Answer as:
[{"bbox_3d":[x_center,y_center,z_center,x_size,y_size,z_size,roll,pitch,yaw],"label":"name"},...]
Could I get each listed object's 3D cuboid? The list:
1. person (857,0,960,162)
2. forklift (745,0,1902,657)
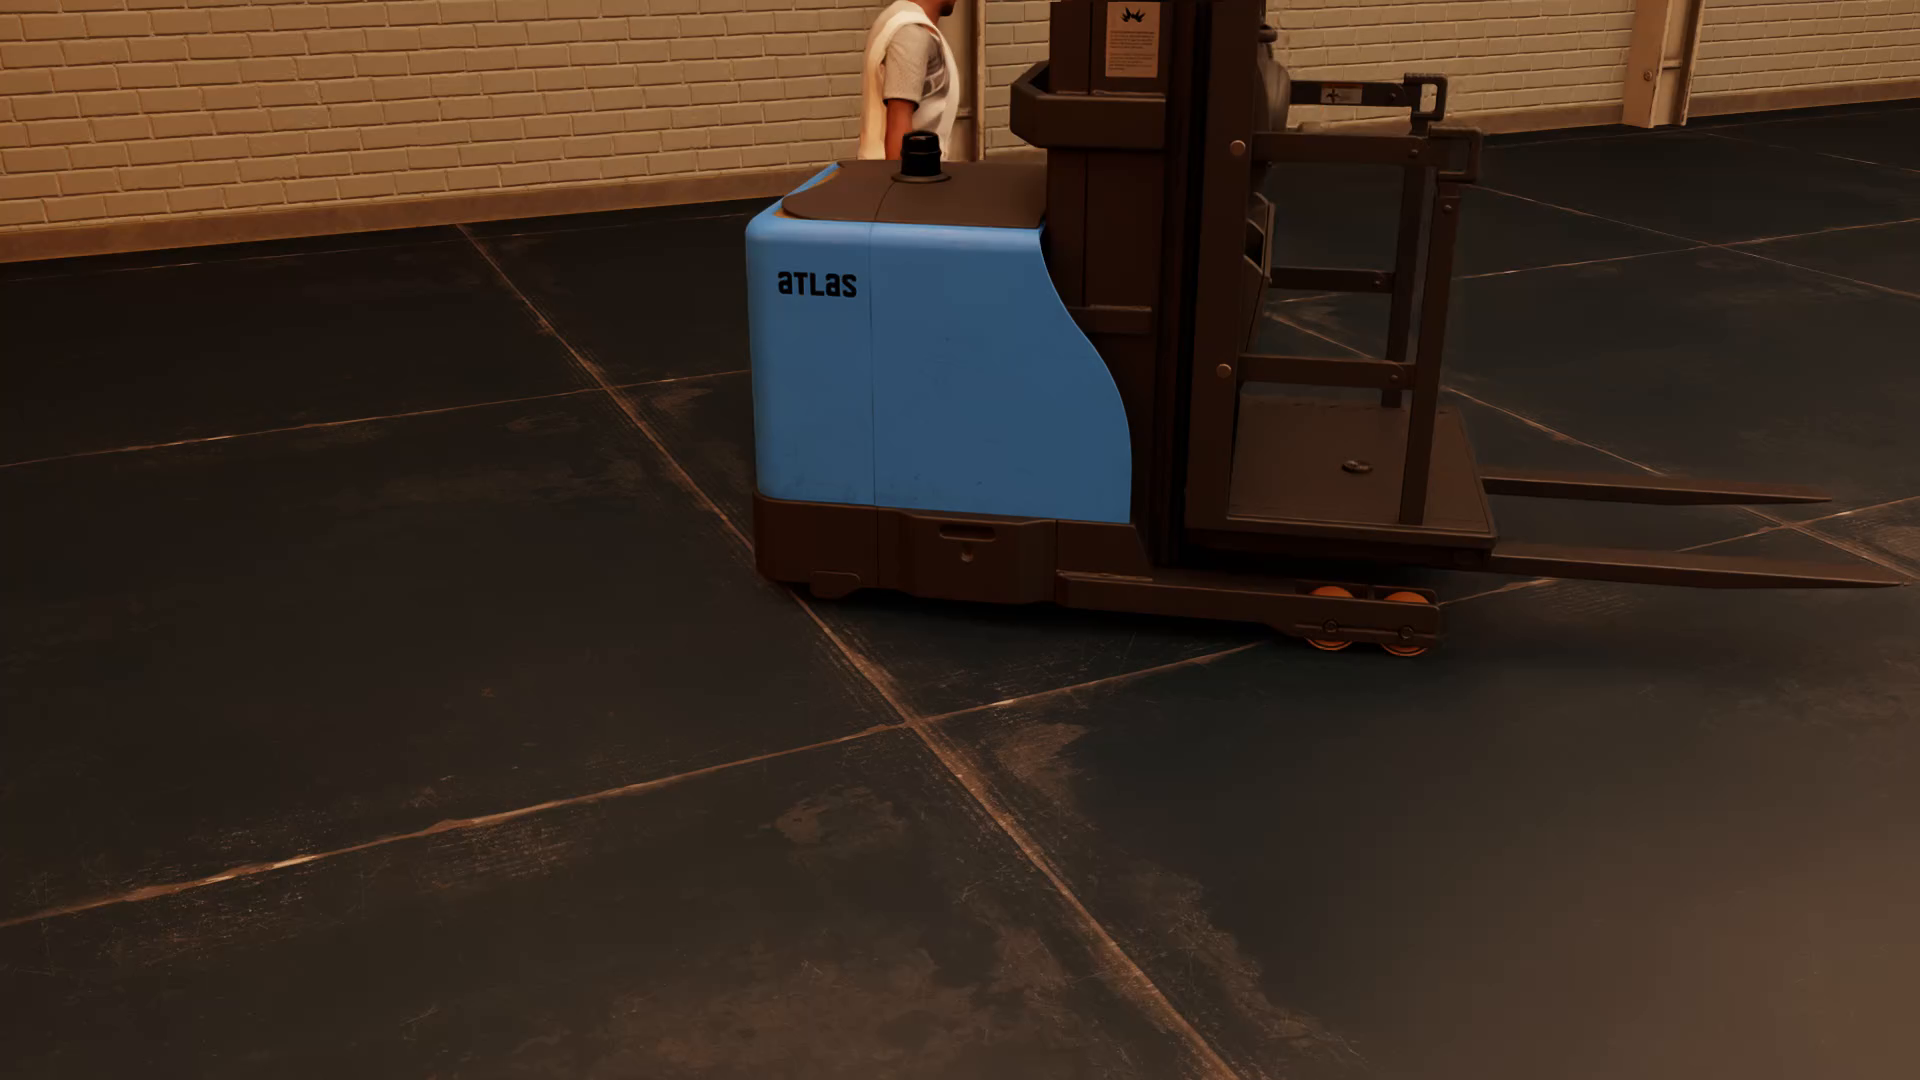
[{"bbox_3d":[-0.162,-1.185,5.722,0.458,1.745,0.884,-3,23,-8],"label":"person"},{"bbox_3d":[0.988,-1.269,4.340,3.031,2.935,1.130,4,23,10],"label":"forklift"}]
